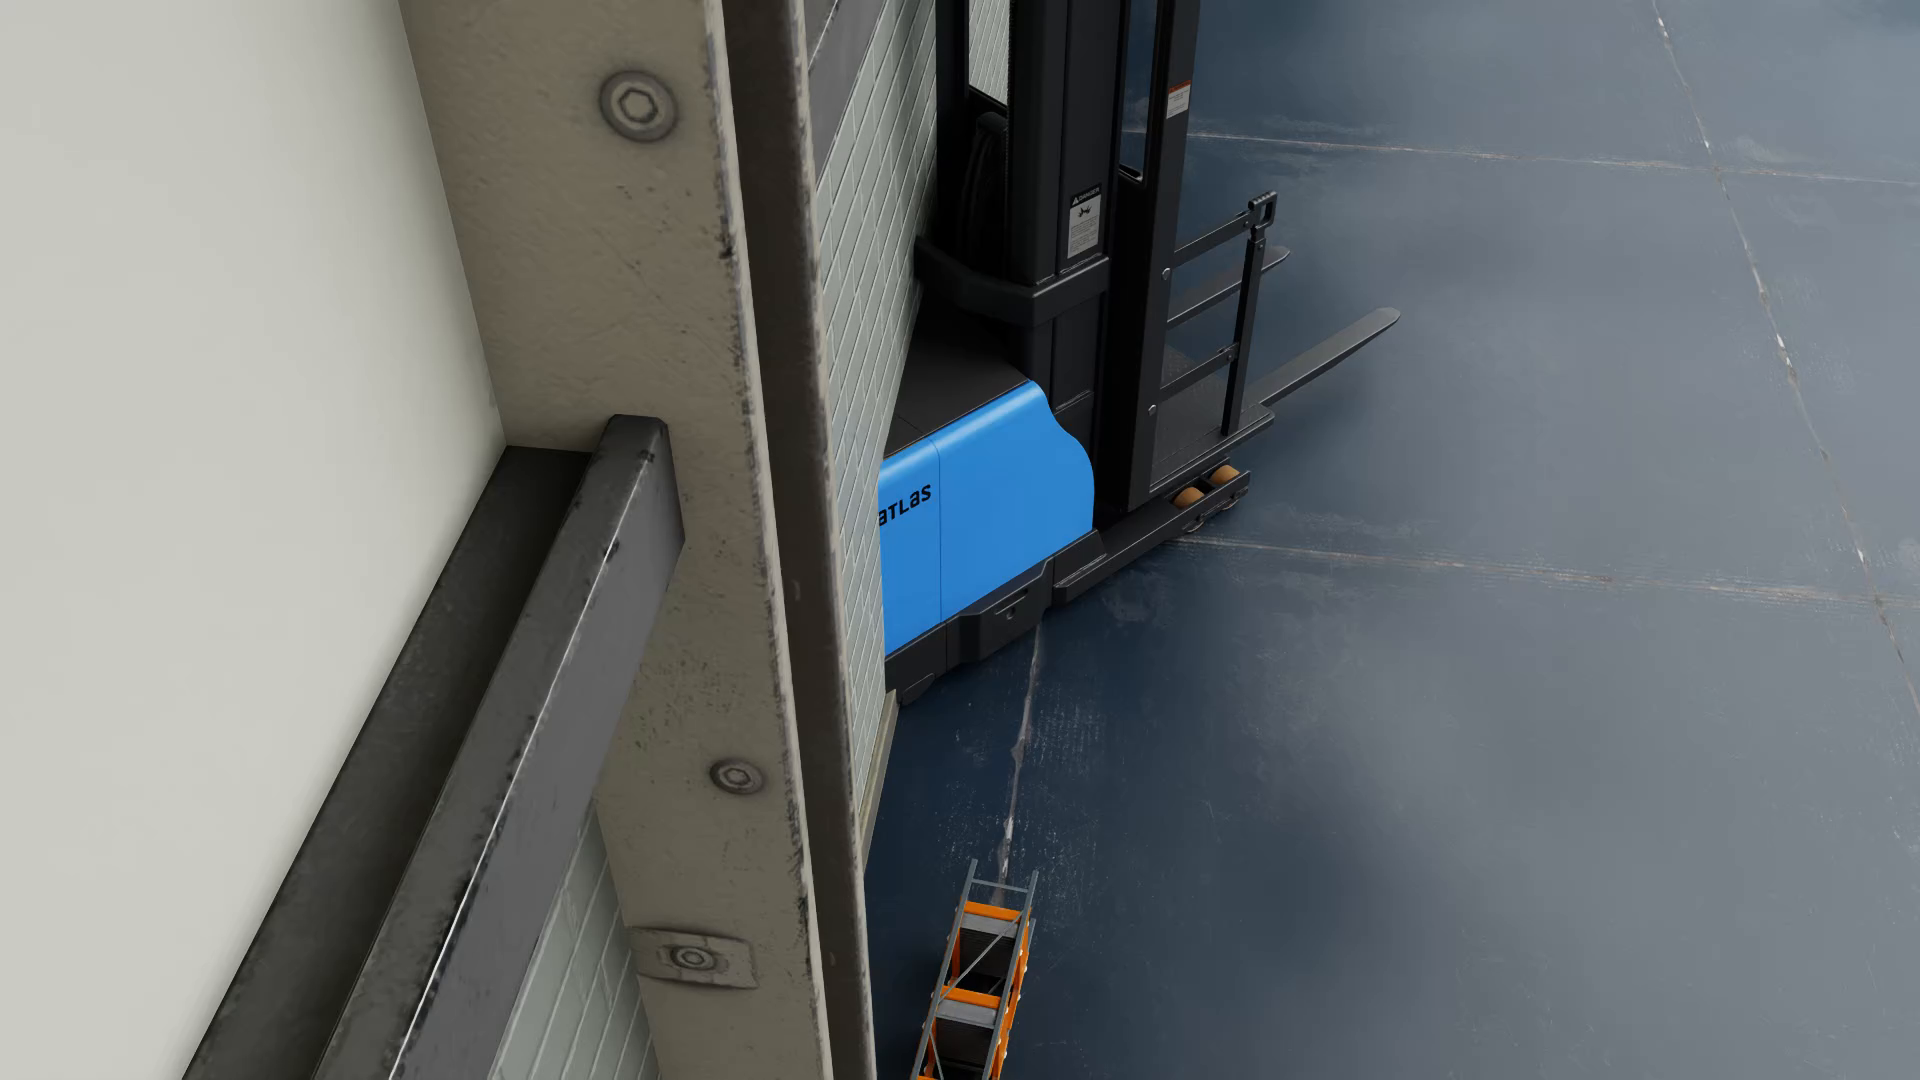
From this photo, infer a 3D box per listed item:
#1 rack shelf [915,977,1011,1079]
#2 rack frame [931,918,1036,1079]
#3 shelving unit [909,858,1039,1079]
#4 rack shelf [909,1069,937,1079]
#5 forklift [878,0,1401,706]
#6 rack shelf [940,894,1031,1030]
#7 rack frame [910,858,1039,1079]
[{"bbox_3d":[0.009,1.402,4.582,0.215,0.240,0.259,9,44,10],"label":"rack shelf"},{"bbox_3d":[0.012,1.483,4.673,0.200,0.008,1.050,9,44,10],"label":"rack frame"},{"bbox_3d":[0.012,1.395,4.589,0.215,0.252,1.050,9,44,10],"label":"shelving unit"},{"bbox_3d":[-0.055,1.588,4.385,0.215,0.240,0.259,9,44,10],"label":"rack shelf"},{"bbox_3d":[0.474,-1.344,5.537,3.031,2.935,1.130,-31,51,-28],"label":"forklift"},{"bbox_3d":[0.075,1.212,4.782,0.215,0.240,0.259,9,44,10],"label":"rack shelf"},{"bbox_3d":[0.012,1.306,4.505,0.200,0.008,1.050,9,44,10],"label":"rack frame"}]
